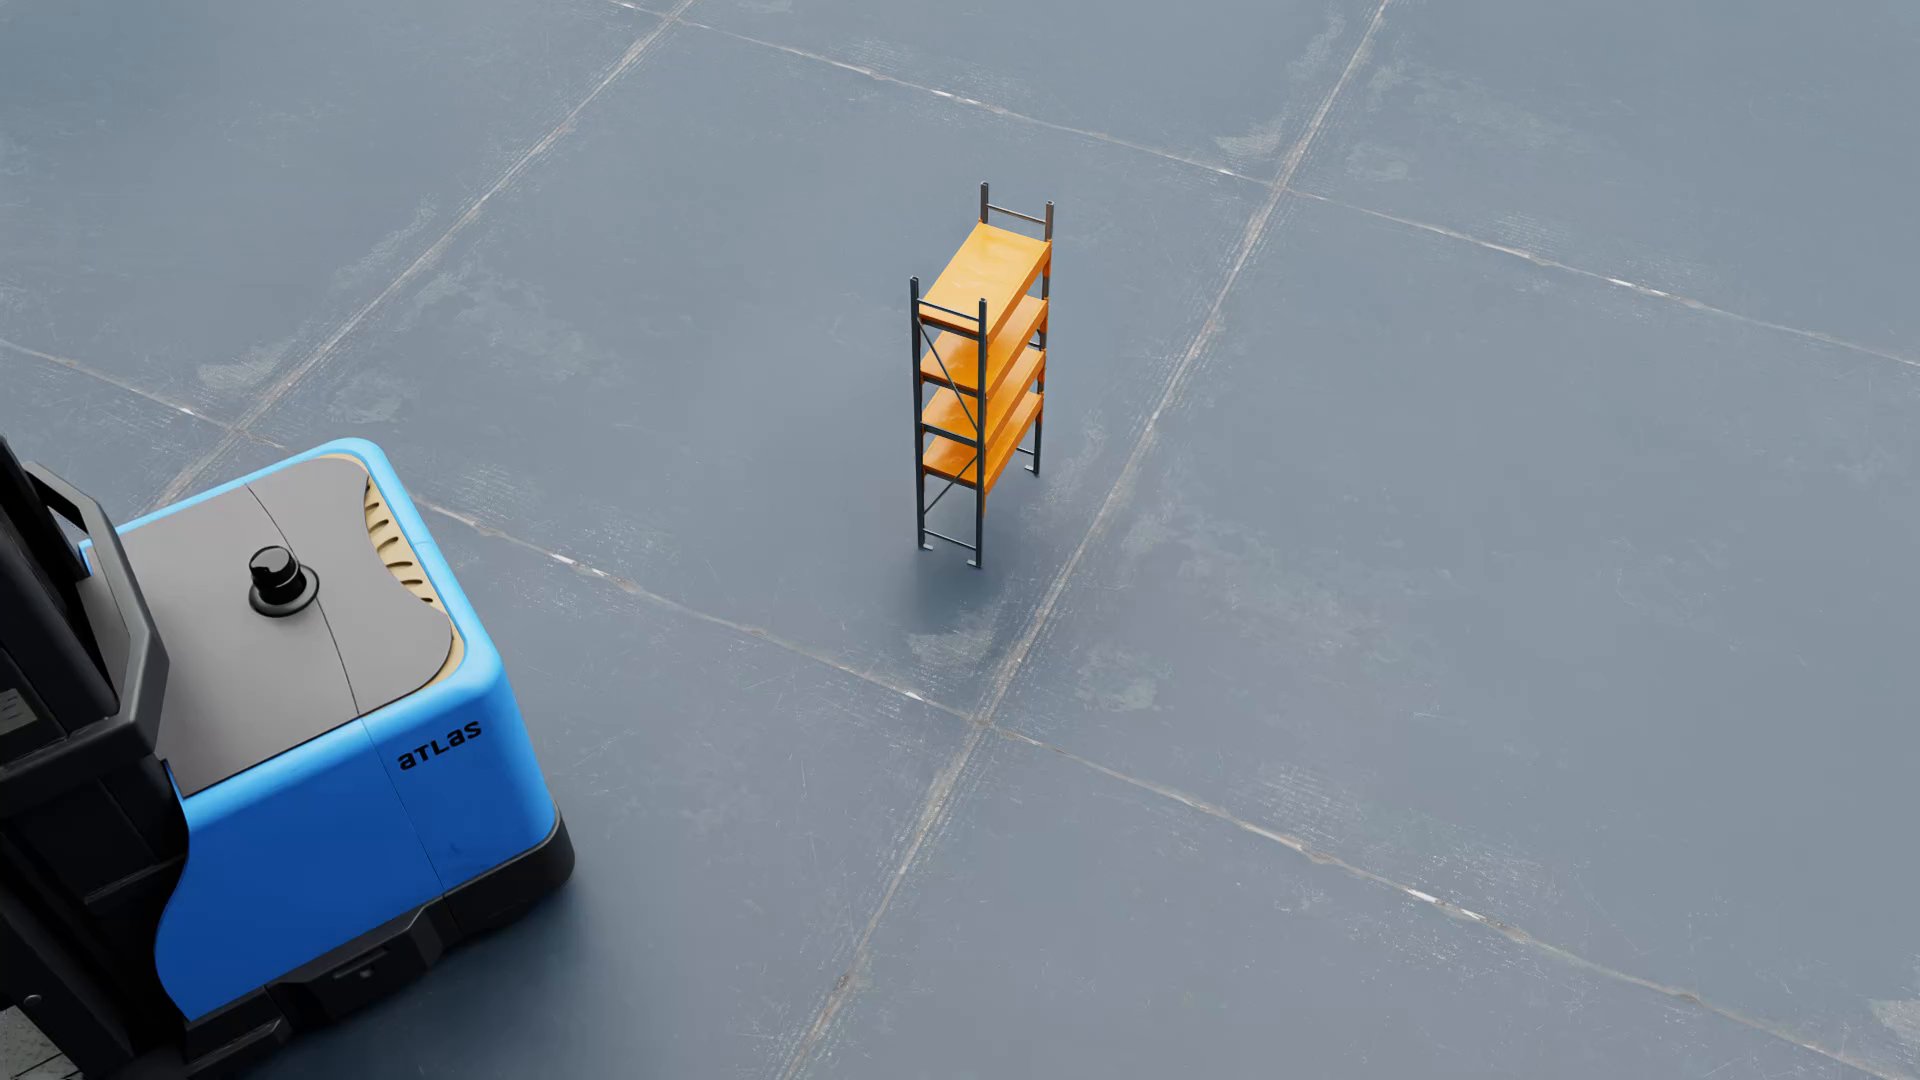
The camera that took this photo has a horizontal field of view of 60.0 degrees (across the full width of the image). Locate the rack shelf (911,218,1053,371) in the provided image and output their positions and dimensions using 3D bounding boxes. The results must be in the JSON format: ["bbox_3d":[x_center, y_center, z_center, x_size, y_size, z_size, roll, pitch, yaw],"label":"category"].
[{"bbox_3d":[0.071,-0.757,5.091,0.258,0.148,0.480,20,52,16],"label":"rack shelf"}]

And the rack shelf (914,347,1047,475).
[{"bbox_3d":[0.071,-0.459,5.441,0.258,0.148,0.480,20,52,16],"label":"rack shelf"}]

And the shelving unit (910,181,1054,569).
[{"bbox_3d":[0.071,-0.503,5.390,0.258,1.200,0.503,20,52,16],"label":"shelving unit"}]

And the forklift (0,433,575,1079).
[{"bbox_3d":[-2.641,0.354,3.524,3.031,2.935,1.130,-26,54,-20],"label":"forklift"}]

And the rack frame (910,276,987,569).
[{"bbox_3d":[-0.034,-0.335,5.247,0.240,1.200,0.015,20,52,16],"label":"rack frame"}]

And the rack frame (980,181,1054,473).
[{"bbox_3d":[0.175,-0.671,5.533,0.240,1.200,0.015,20,52,16],"label":"rack frame"}]

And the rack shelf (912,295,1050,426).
[{"bbox_3d":[0.071,-0.604,5.271,0.258,0.148,0.480,20,52,16],"label":"rack shelf"}]

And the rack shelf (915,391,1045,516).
[{"bbox_3d":[0.071,-0.331,5.592,0.258,0.148,0.480,20,52,16],"label":"rack shelf"}]
